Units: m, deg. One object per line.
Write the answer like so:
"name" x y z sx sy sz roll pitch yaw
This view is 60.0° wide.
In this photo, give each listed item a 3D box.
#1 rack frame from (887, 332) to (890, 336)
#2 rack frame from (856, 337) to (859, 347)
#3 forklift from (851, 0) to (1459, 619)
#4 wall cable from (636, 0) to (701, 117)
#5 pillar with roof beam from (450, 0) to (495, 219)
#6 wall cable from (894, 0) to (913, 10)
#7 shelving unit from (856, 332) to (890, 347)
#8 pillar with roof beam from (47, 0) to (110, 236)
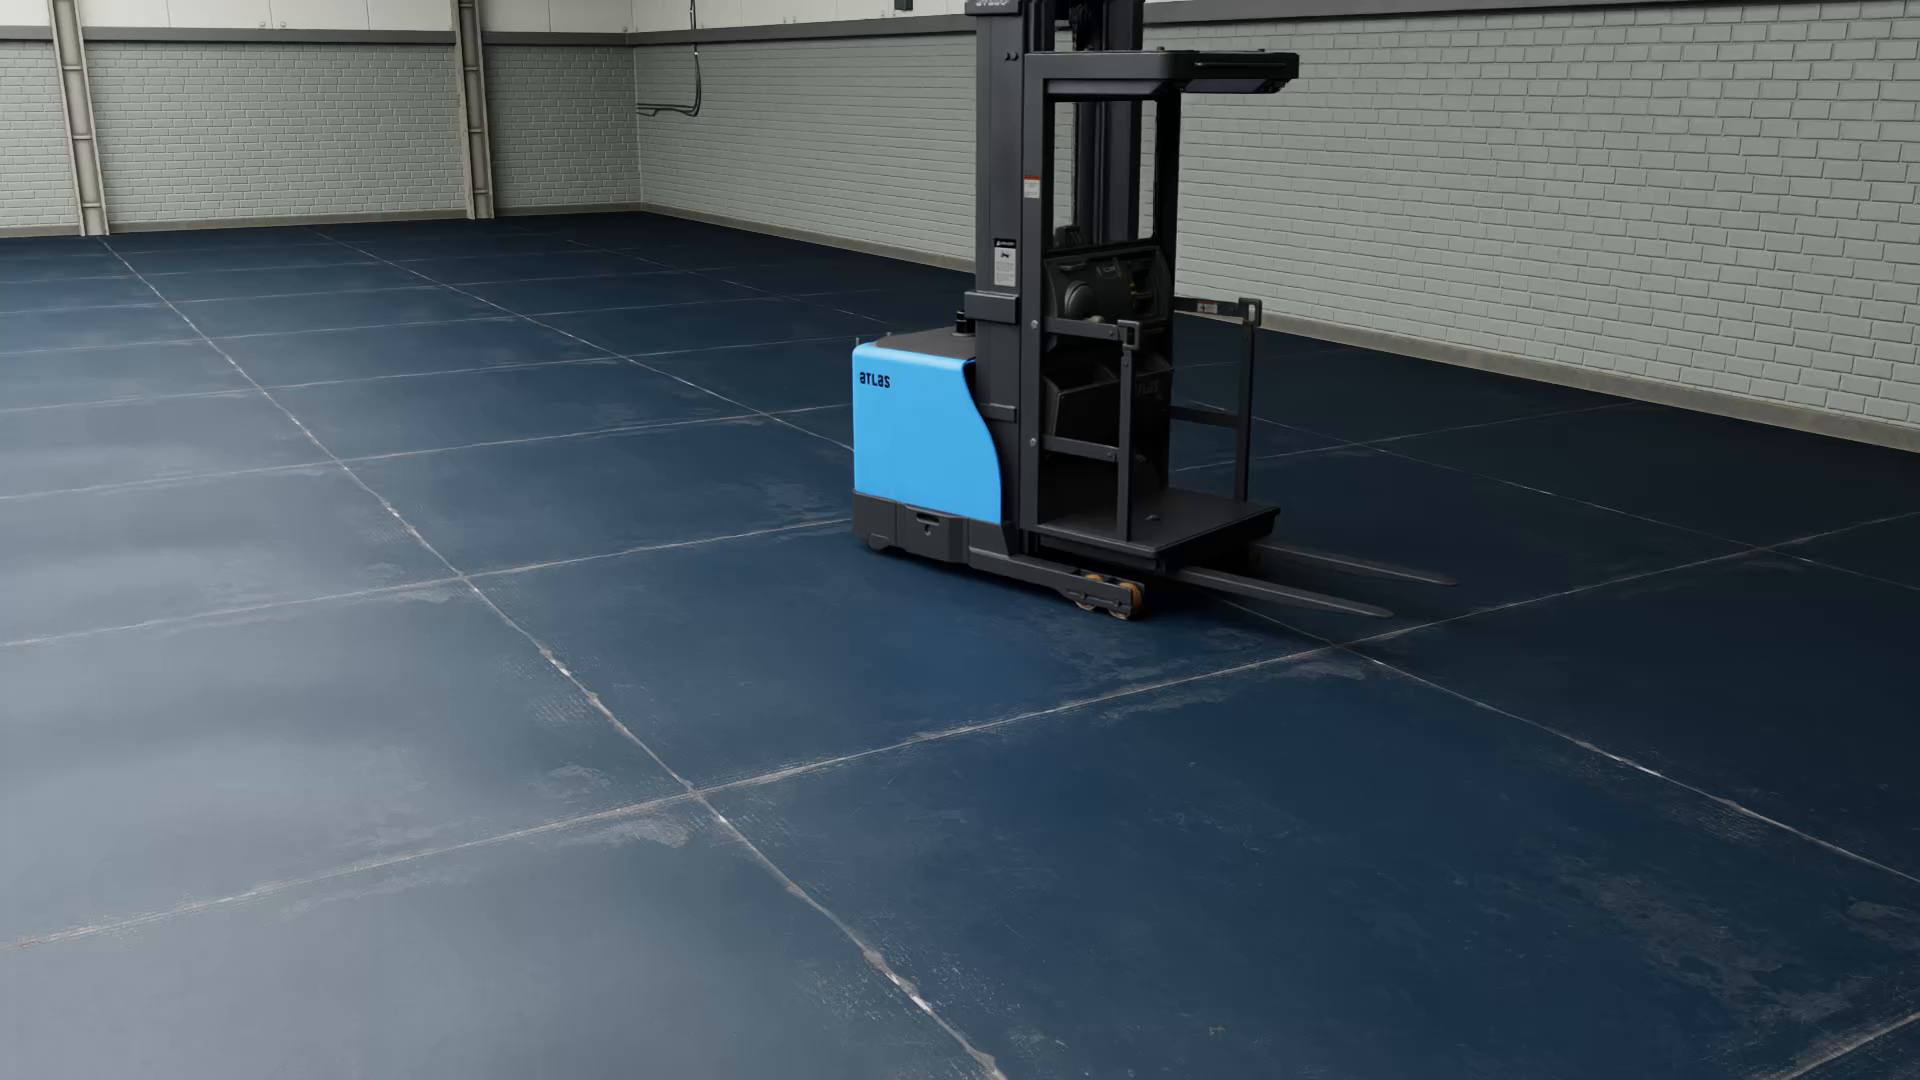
"rack frame" -0.319 -0.608 9.133 0.200 1.050 0.008 13 20 39
"rack frame" -0.477 -0.558 8.954 0.200 1.050 0.008 13 20 39
"forklift" 0.872 -1.210 7.796 3.031 2.935 1.130 13 20 39
"wall cable" -5.099 -8.523 28.397 0.112 2.526 3.097 -9 18 -30
"pillar with roof beam" -6.088 -8.919 24.055 0.400 9.000 9.100 -9 18 -30
"wall cable" -0.223 -9.457 19.675 0.169 6.003 2.305 -9 18 -30
"shelving unit" -0.398 -0.583 9.044 0.215 1.050 0.252 13 20 39
"pillar with roof beam" -11.231 -8.085 21.080 0.400 9.000 9.100 -9 18 -30
